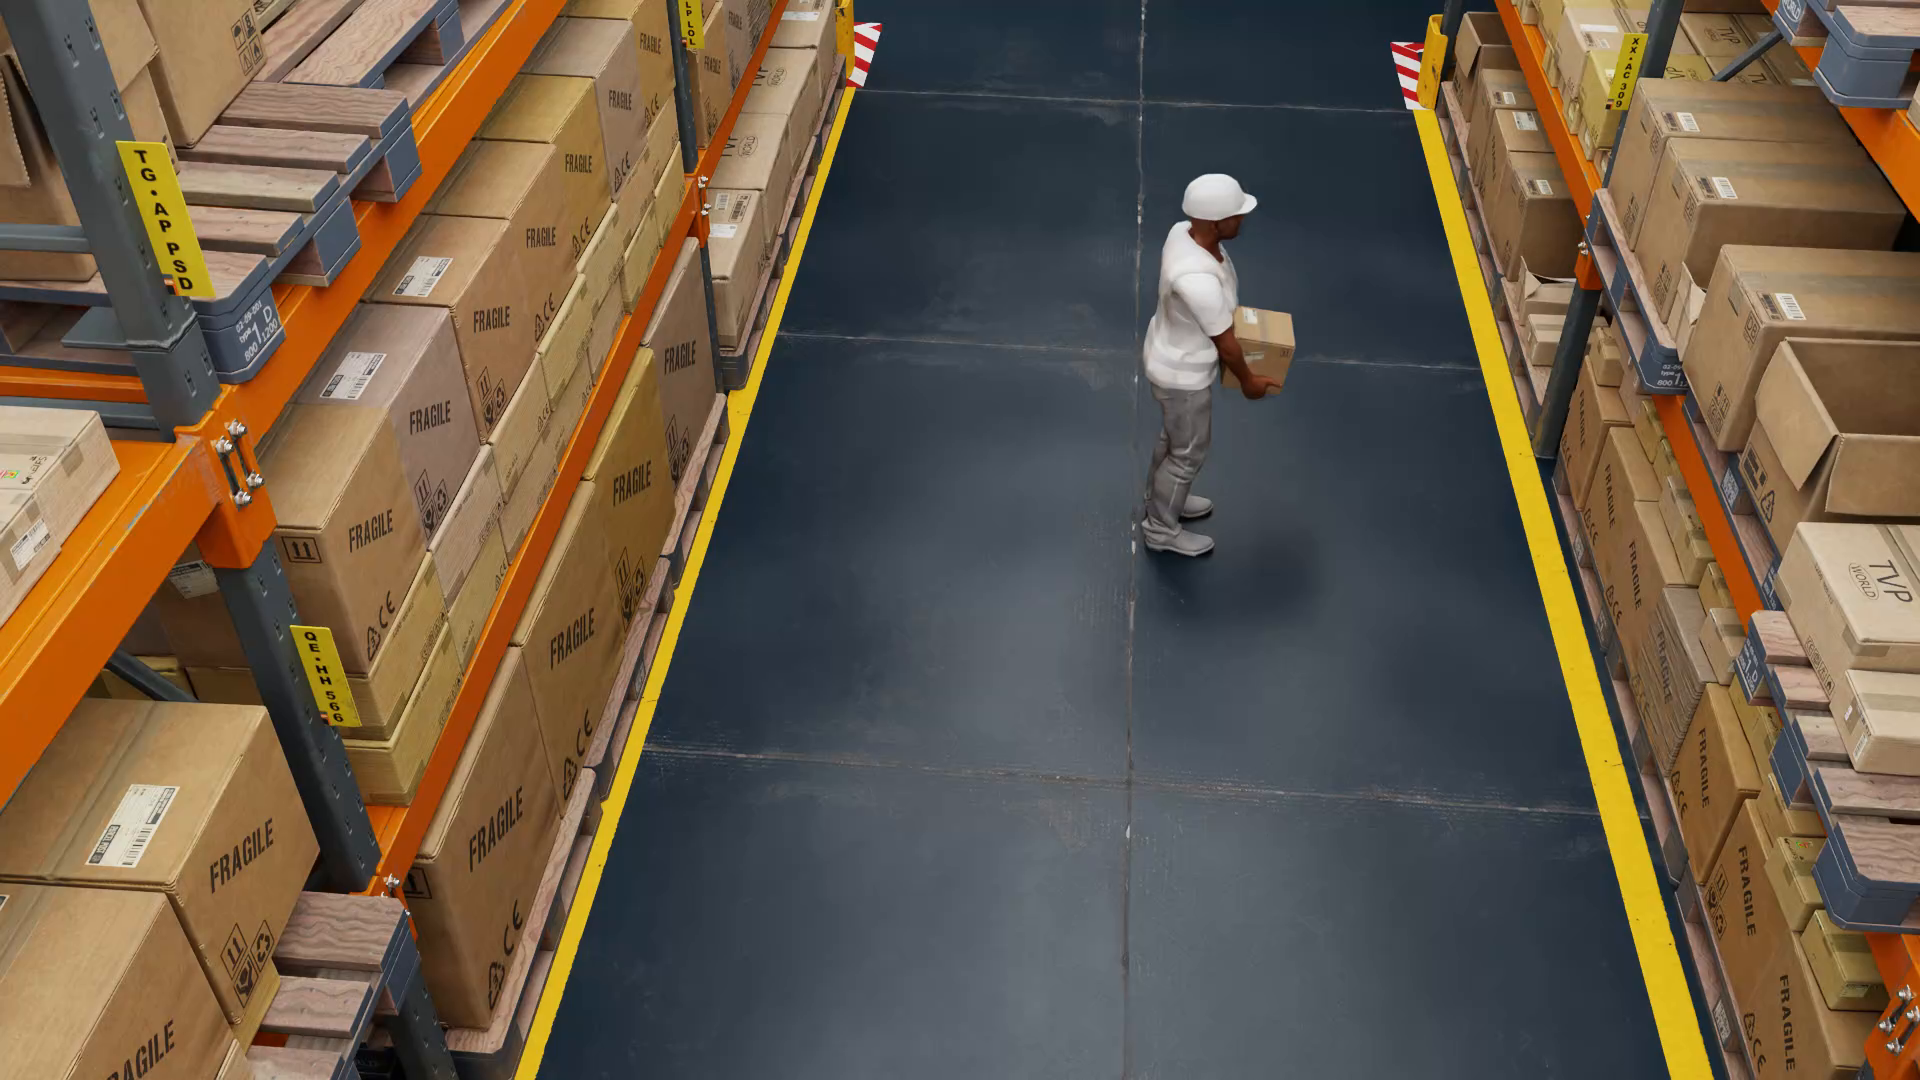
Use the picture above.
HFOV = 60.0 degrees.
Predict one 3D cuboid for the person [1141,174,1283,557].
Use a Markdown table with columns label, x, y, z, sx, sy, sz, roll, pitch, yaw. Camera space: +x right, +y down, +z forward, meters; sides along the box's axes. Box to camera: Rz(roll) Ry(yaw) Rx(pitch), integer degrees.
| label | x | y | z | sx | sy | sz | roll | pitch | yaw |
| --- | --- | --- | --- | --- | --- | --- | --- | --- | --- |
| person | 1.060 | -0.735 | 7.021 | 0.576 | 1.761 | 0.505 | 3 | 40 | 3 |
